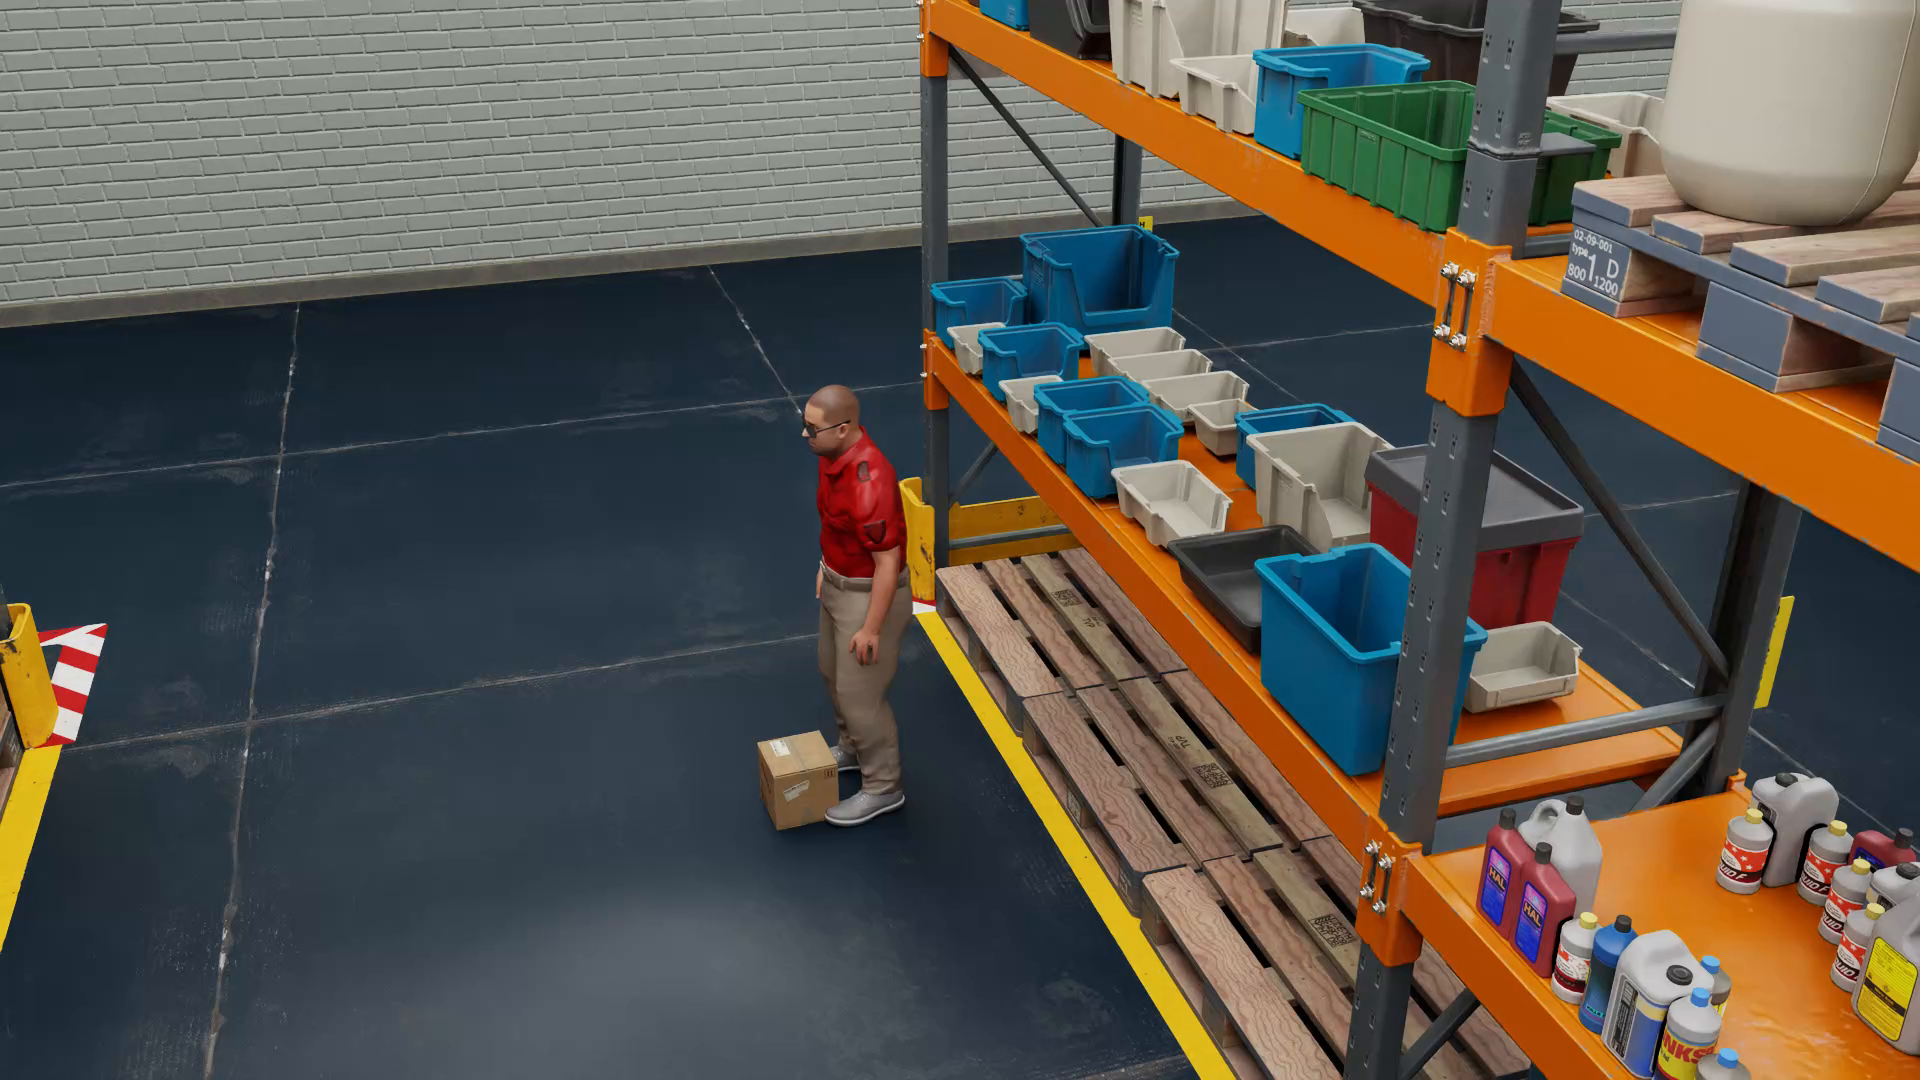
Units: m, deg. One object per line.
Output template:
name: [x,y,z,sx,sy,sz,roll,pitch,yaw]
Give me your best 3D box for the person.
person: [-0.385,0.224,6.173,0.386,1.726,0.593,-9,27,-17]
